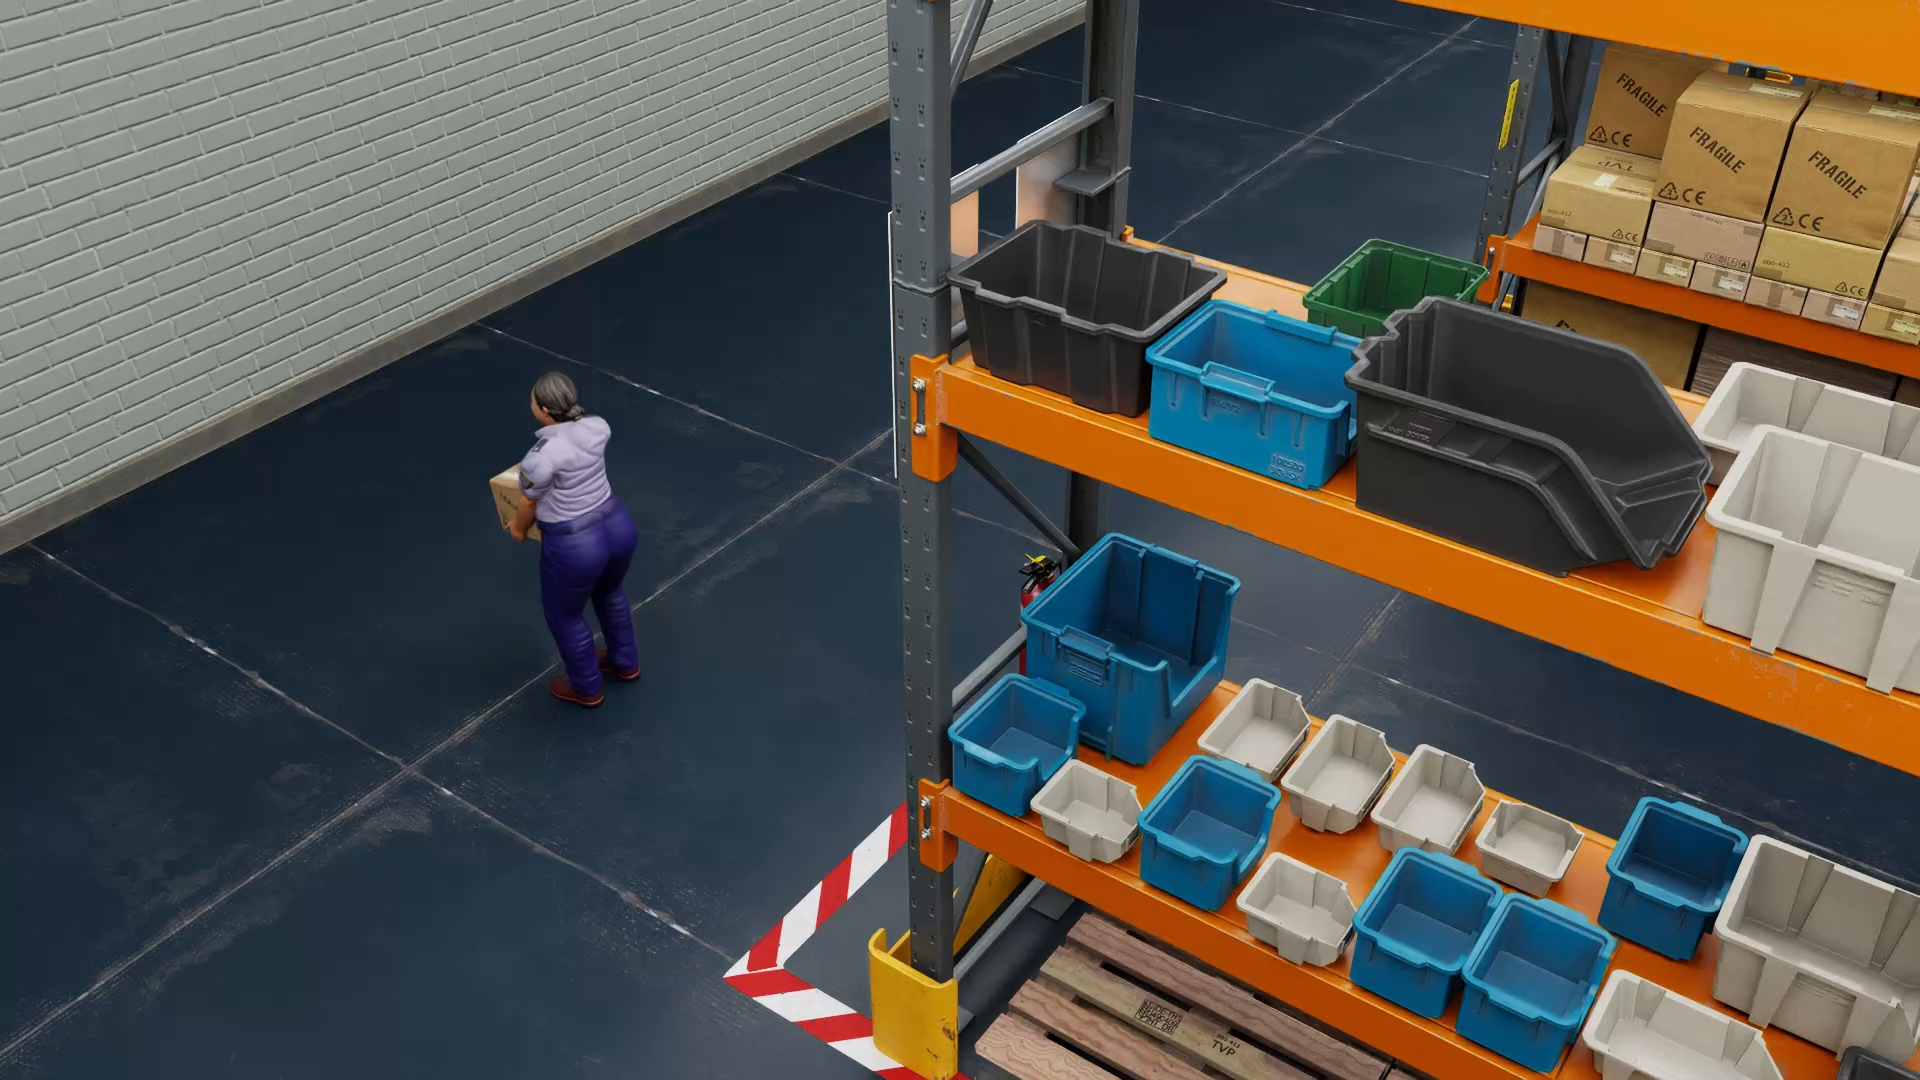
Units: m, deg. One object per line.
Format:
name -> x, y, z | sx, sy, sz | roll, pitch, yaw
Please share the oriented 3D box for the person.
person -> -1.683, -0.012, 7.185 | 0.529, 1.646, 0.434 | 22, 40, 28
